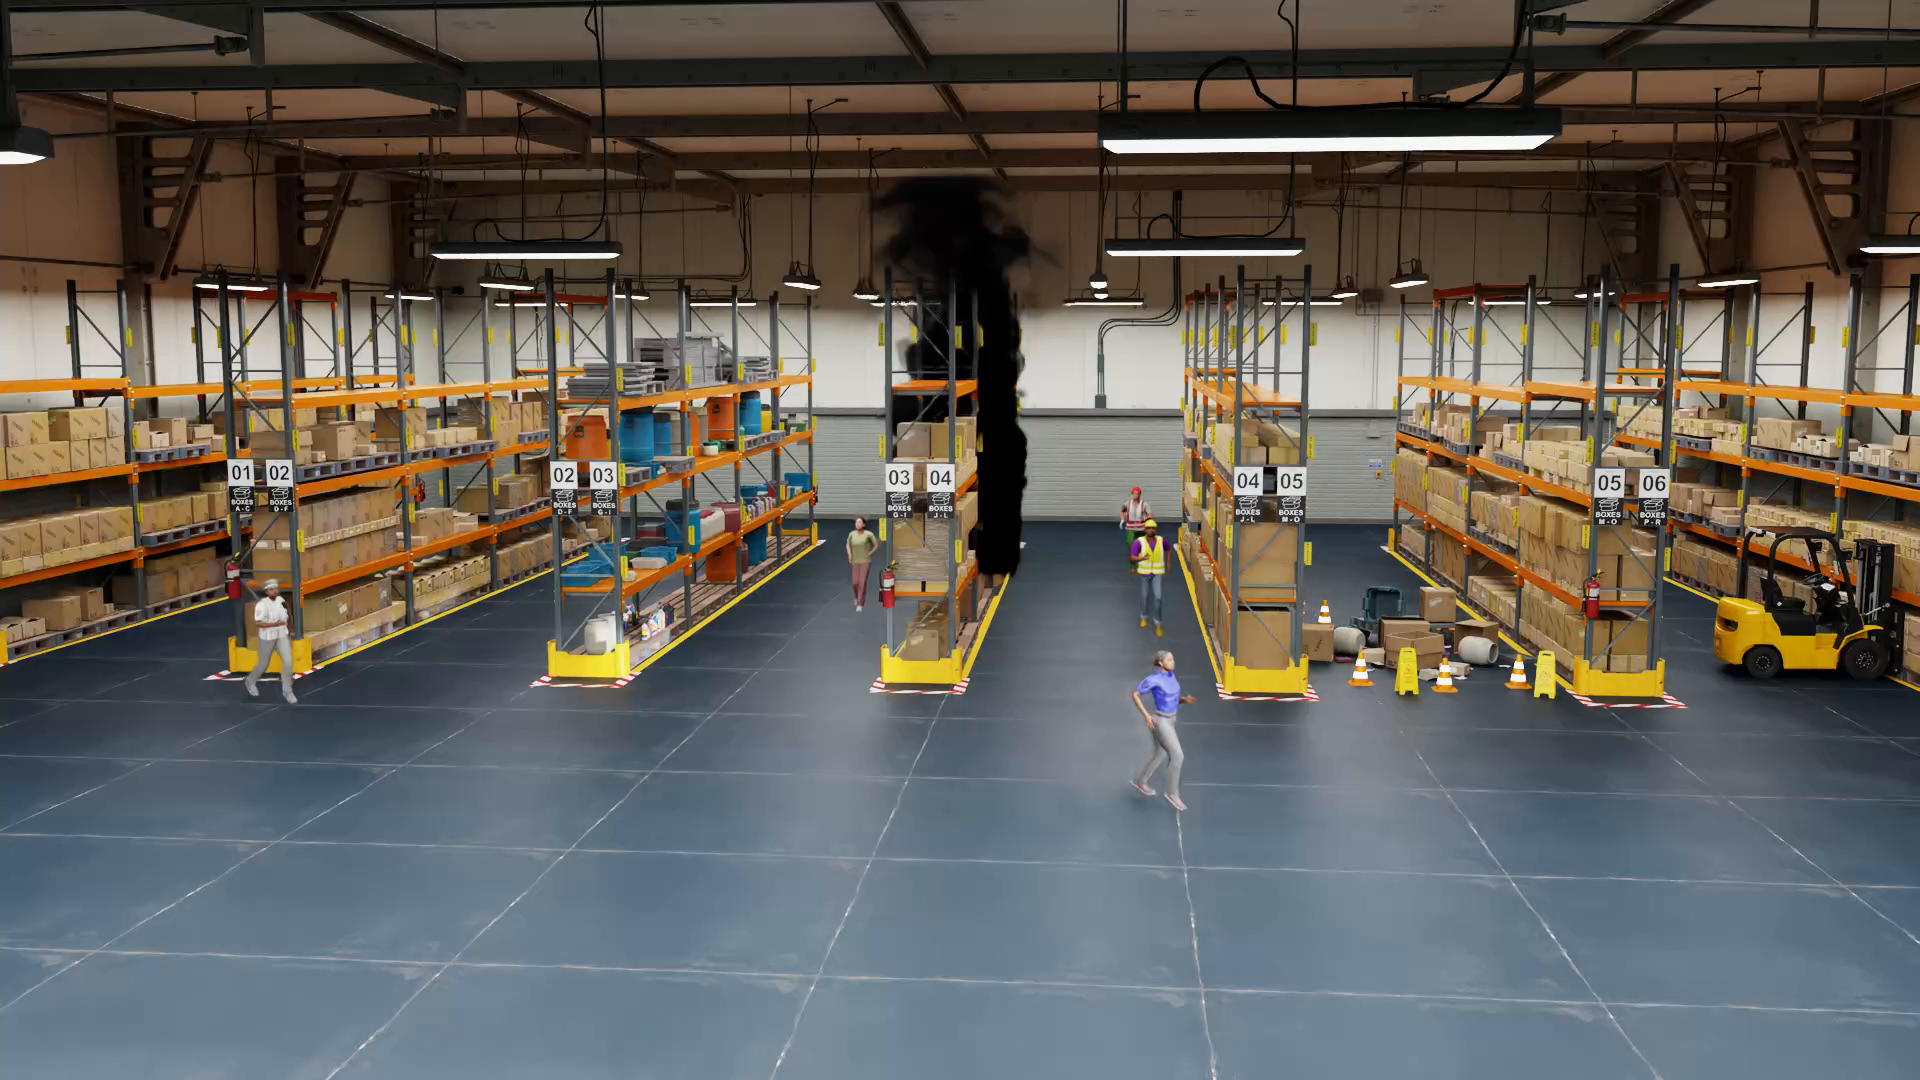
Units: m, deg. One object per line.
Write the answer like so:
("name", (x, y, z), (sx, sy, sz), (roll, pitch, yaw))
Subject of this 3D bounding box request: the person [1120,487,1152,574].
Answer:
("person", (3.544, -0.180, 33.535), (0.666, 1.790, 0.942), (1, 7, 7))

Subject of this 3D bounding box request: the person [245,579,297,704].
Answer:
("person", (-9.521, 1.380, 22.999), (0.900, 1.741, 0.587), (5, 9, 38))

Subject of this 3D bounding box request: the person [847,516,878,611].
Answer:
("person", (-1.704, 0.414, 28.833), (0.574, 1.628, 0.531), (1, 7, 8))

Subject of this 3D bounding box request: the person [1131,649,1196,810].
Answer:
("person", (2.184, 2.023, 17.870), (0.745, 1.720, 0.545), (4, 8, 30))

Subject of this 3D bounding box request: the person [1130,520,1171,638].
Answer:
("person", (3.067, 0.602, 26.724), (0.685, 1.869, 0.749), (0, 7, 2))
